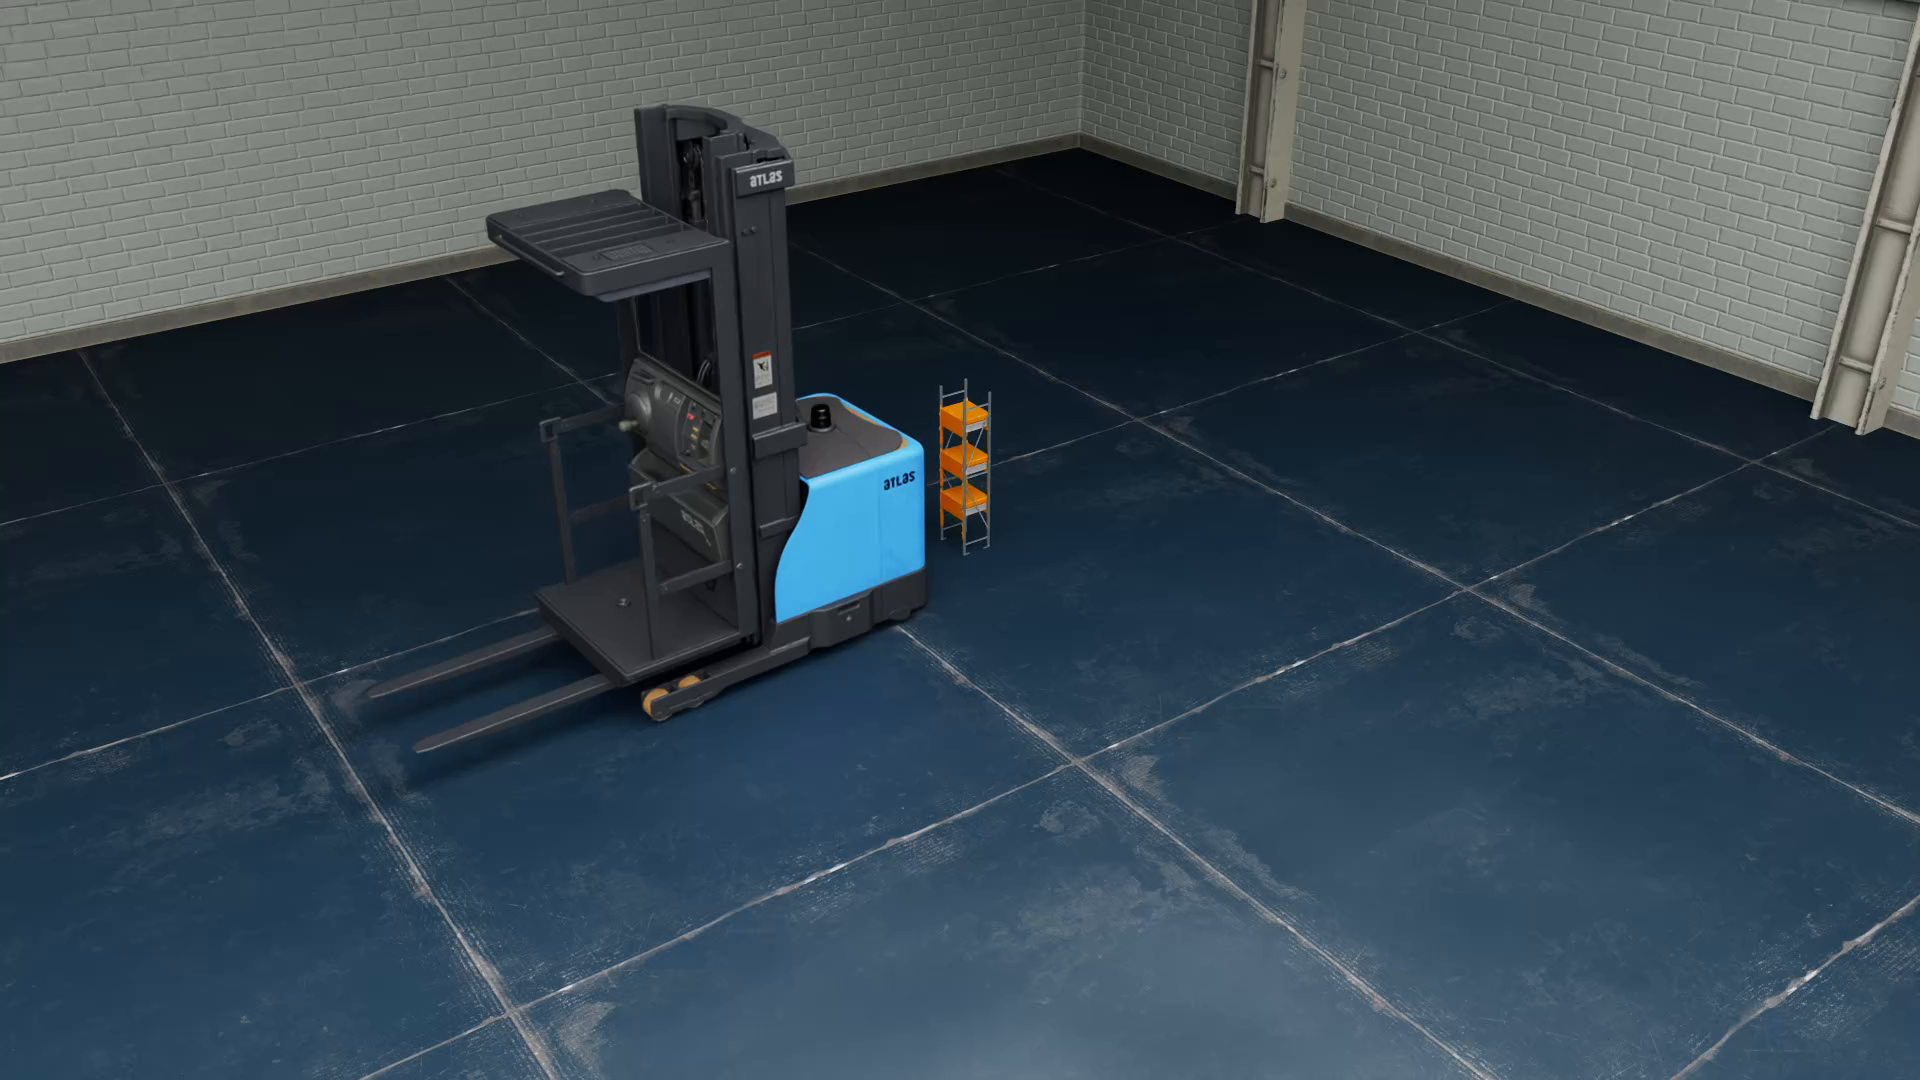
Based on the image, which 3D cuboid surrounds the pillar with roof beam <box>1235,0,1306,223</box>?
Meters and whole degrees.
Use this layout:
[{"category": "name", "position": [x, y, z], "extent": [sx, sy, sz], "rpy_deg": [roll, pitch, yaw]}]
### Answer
[{"category": "pillar with roof beam", "position": [-0.552, -5.958, 12.018], "extent": [9.100, 9.000, 0.400], "rpy_deg": [-19, 34, -31]}]

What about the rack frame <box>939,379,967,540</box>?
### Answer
[{"category": "rack frame", "position": [-0.040, -0.488, 10.275], "extent": [0.200, 1.050, 0.008], "rpy_deg": [-19, 34, -31]}]

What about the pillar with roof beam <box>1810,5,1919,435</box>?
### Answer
[{"category": "pillar with roof beam", "position": [2.928, -3.625, 7.723], "extent": [9.100, 9.000, 0.400], "rpy_deg": [-19, 34, -31]}]

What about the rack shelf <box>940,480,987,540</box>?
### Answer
[{"category": "rack shelf", "position": [0.031, -0.187, 10.325], "extent": [0.215, 0.259, 0.240], "rpy_deg": [-19, 34, -31]}]

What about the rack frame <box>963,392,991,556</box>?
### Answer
[{"category": "rack frame", "position": [0.102, -0.393, 10.100], "extent": [0.200, 1.050, 0.008], "rpy_deg": [-19, 34, -31]}]

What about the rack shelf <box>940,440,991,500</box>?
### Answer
[{"category": "rack shelf", "position": [0.031, -0.431, 10.193], "extent": [0.215, 0.259, 0.240], "rpy_deg": [-19, 34, -31]}]

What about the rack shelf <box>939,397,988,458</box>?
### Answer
[{"category": "rack shelf", "position": [0.031, -0.681, 10.057], "extent": [0.215, 0.259, 0.240], "rpy_deg": [-19, 34, -31]}]

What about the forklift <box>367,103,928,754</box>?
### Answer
[{"category": "forklift", "position": [-1.659, -0.625, 8.556], "extent": [3.031, 2.935, 1.130], "rpy_deg": [-20, 35, -33]}]

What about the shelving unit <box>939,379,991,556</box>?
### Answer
[{"category": "shelving unit", "position": [0.031, -0.441, 10.188], "extent": [0.215, 1.050, 0.252], "rpy_deg": [-19, 34, -31]}]
